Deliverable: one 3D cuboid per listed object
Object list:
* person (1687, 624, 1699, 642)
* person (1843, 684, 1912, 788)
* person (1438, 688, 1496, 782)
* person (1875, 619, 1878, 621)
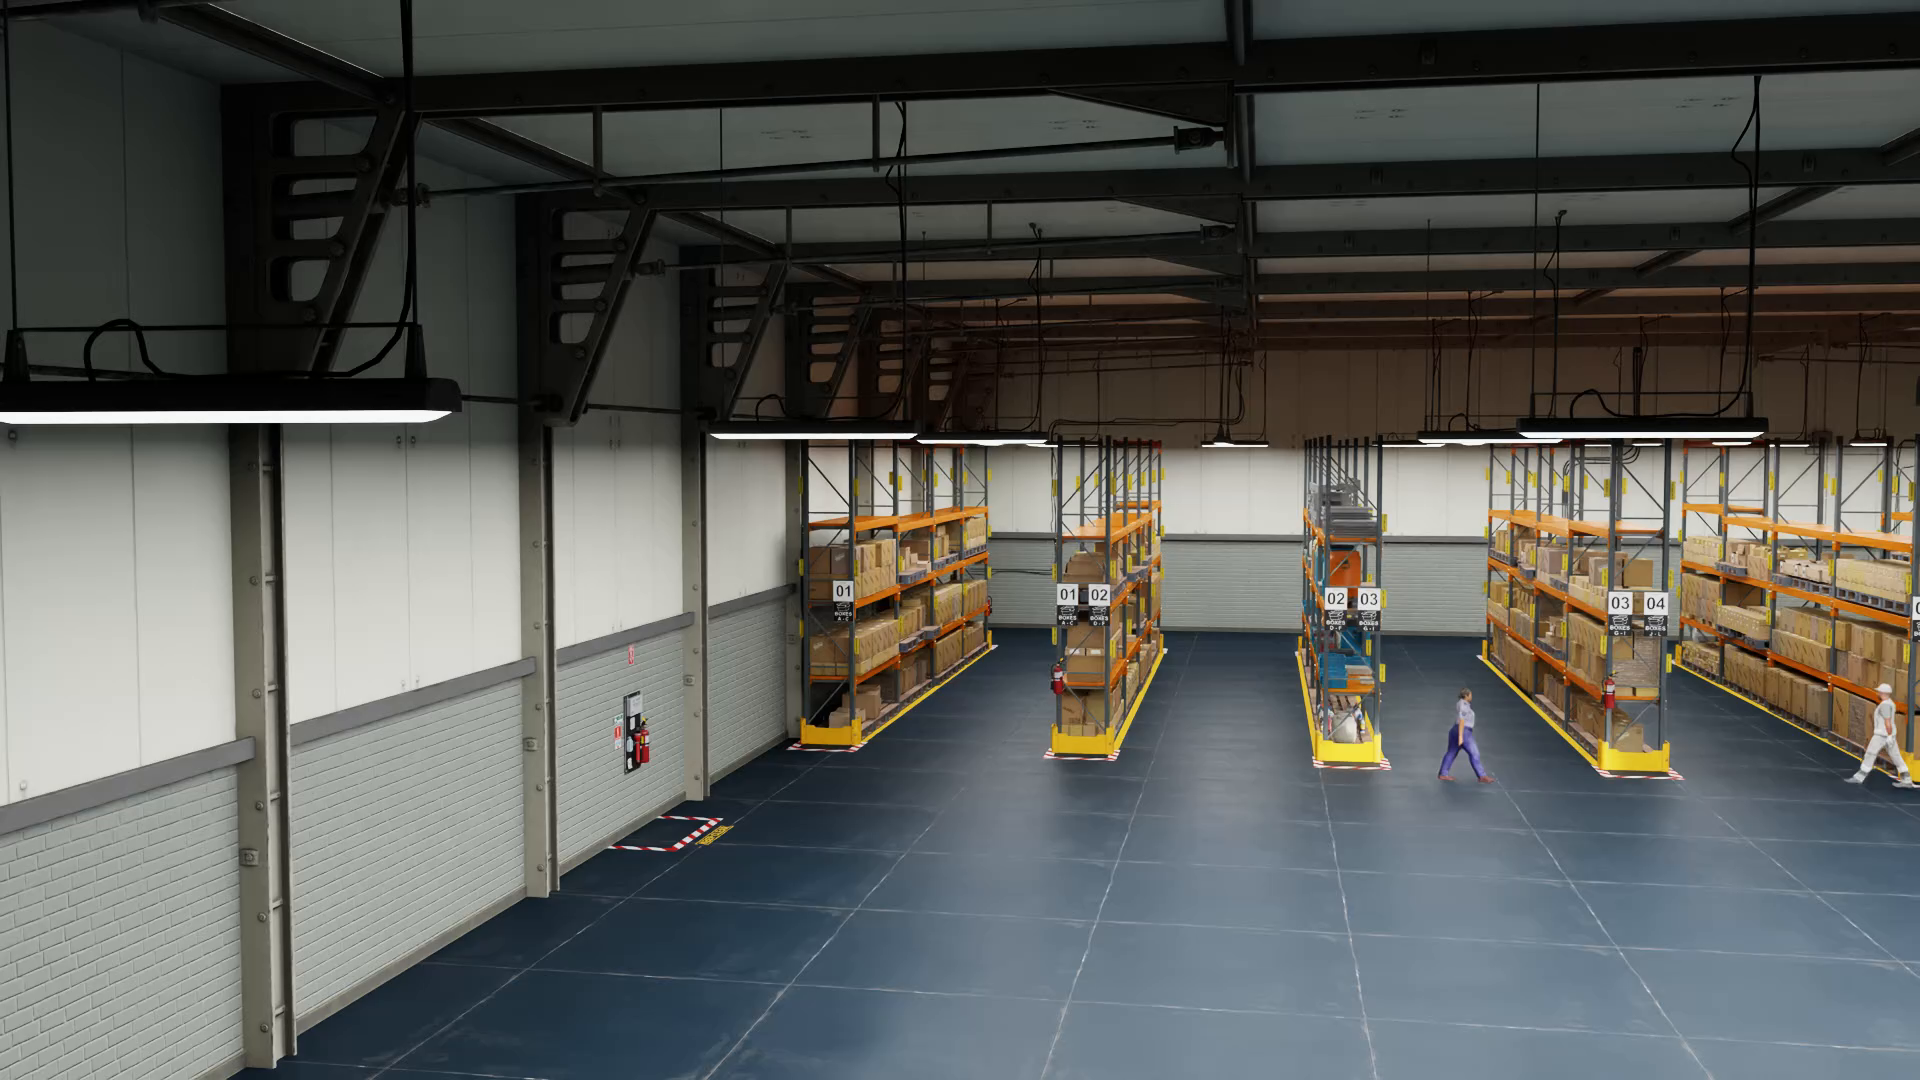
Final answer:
[{"bbox_3d":[20.977,2.271,47.553,0.586,1.709,1.099,3,4,45],"label":"person"},{"bbox_3d":[15.655,3.301,28.272,0.596,1.725,0.970,-3,4,-42],"label":"person"},{"bbox_3d":[8.712,3.348,28.648,0.907,1.597,0.539,0,3,-6],"label":"person"},{"bbox_3d":[26.656,2.286,47.833,1.016,1.680,0.554,0,3,-9],"label":"person"}]
